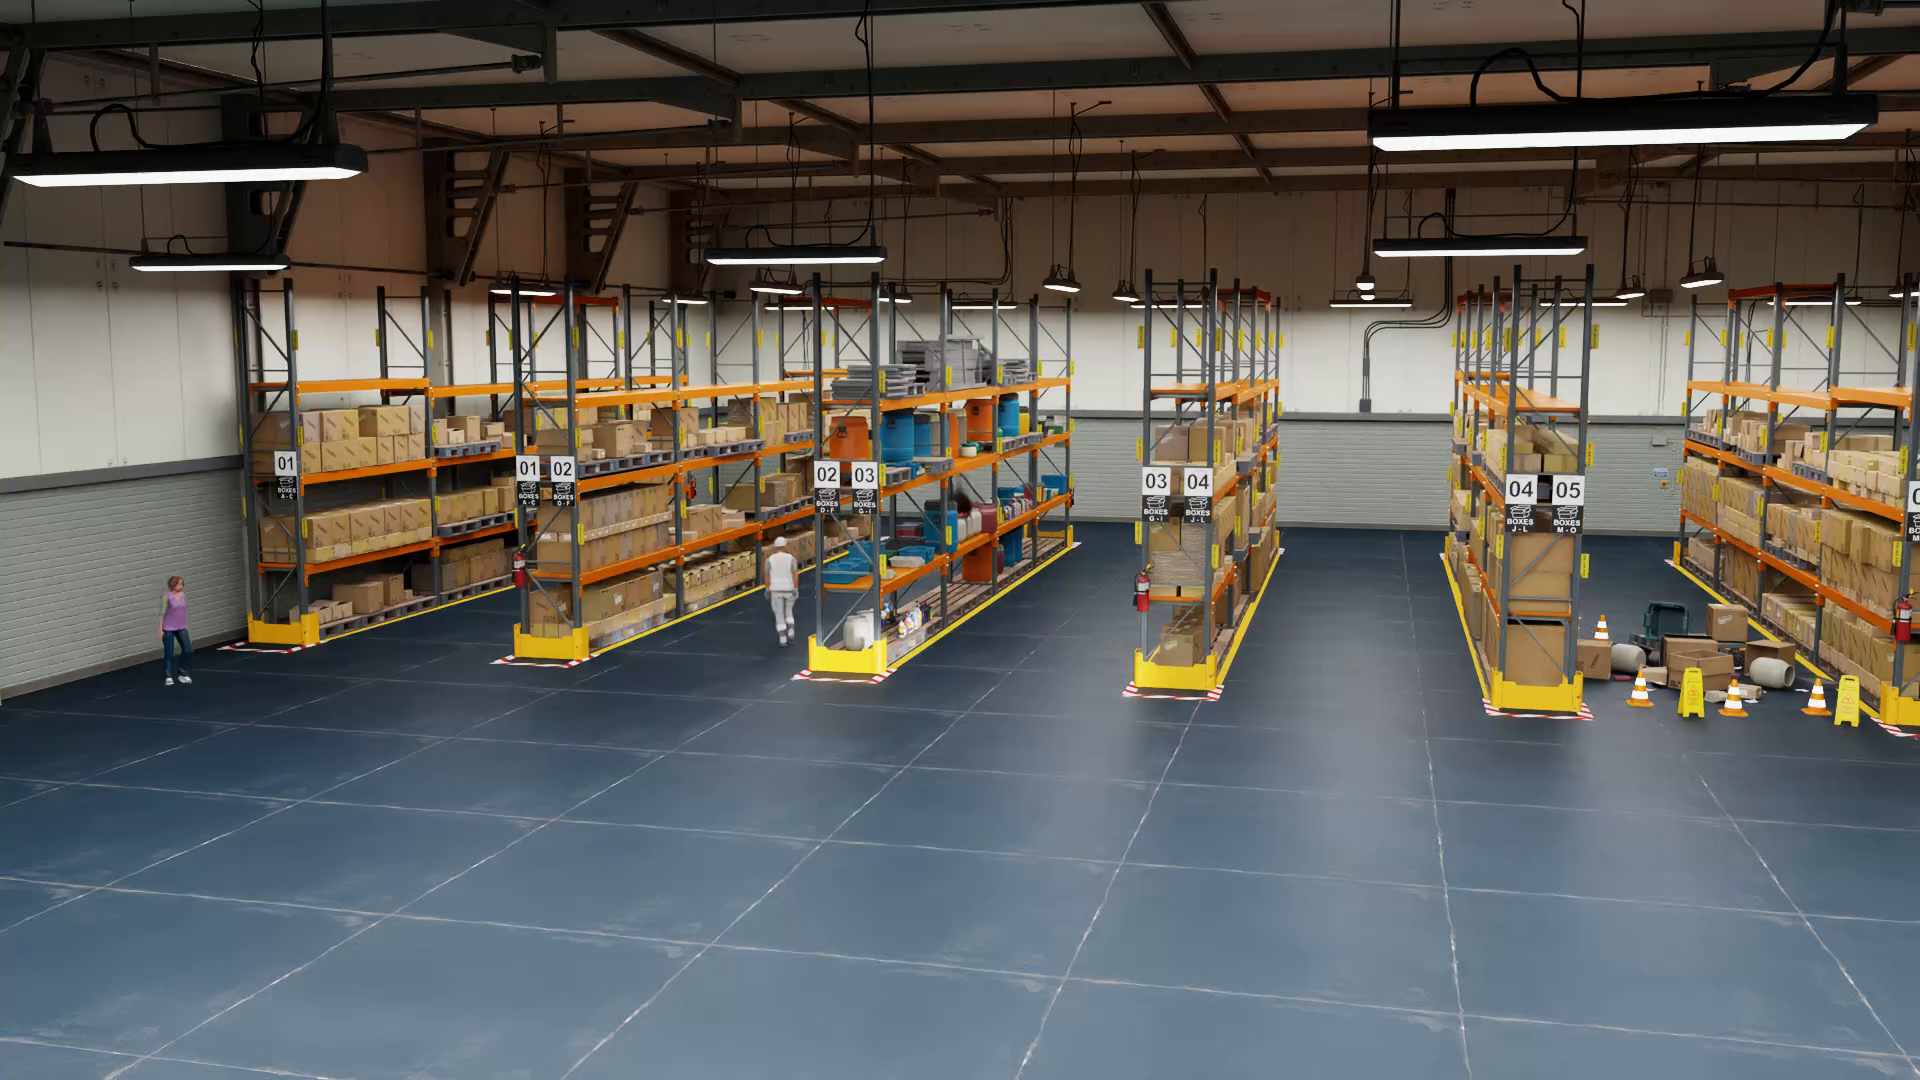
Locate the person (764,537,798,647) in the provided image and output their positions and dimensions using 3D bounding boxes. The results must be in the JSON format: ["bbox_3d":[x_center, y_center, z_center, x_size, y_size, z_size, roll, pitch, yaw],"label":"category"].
[{"bbox_3d":[-2.946,0.861,27.247,0.518,1.830,0.468,-3,8,-26],"label":"person"}]

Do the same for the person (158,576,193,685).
[{"bbox_3d":[-11.499,1.340,24.297,0.344,1.637,0.506,4,8,29],"label":"person"}]

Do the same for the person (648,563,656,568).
[{"bbox_3d":[-6.283,0.110,33.530,0.590,1.813,0.491,-5,8,-35],"label":"person"}]

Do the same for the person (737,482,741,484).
[{"bbox_3d":[-5.236,-0.534,39.346,0.602,1.705,0.833,2,7,16],"label":"person"}]
